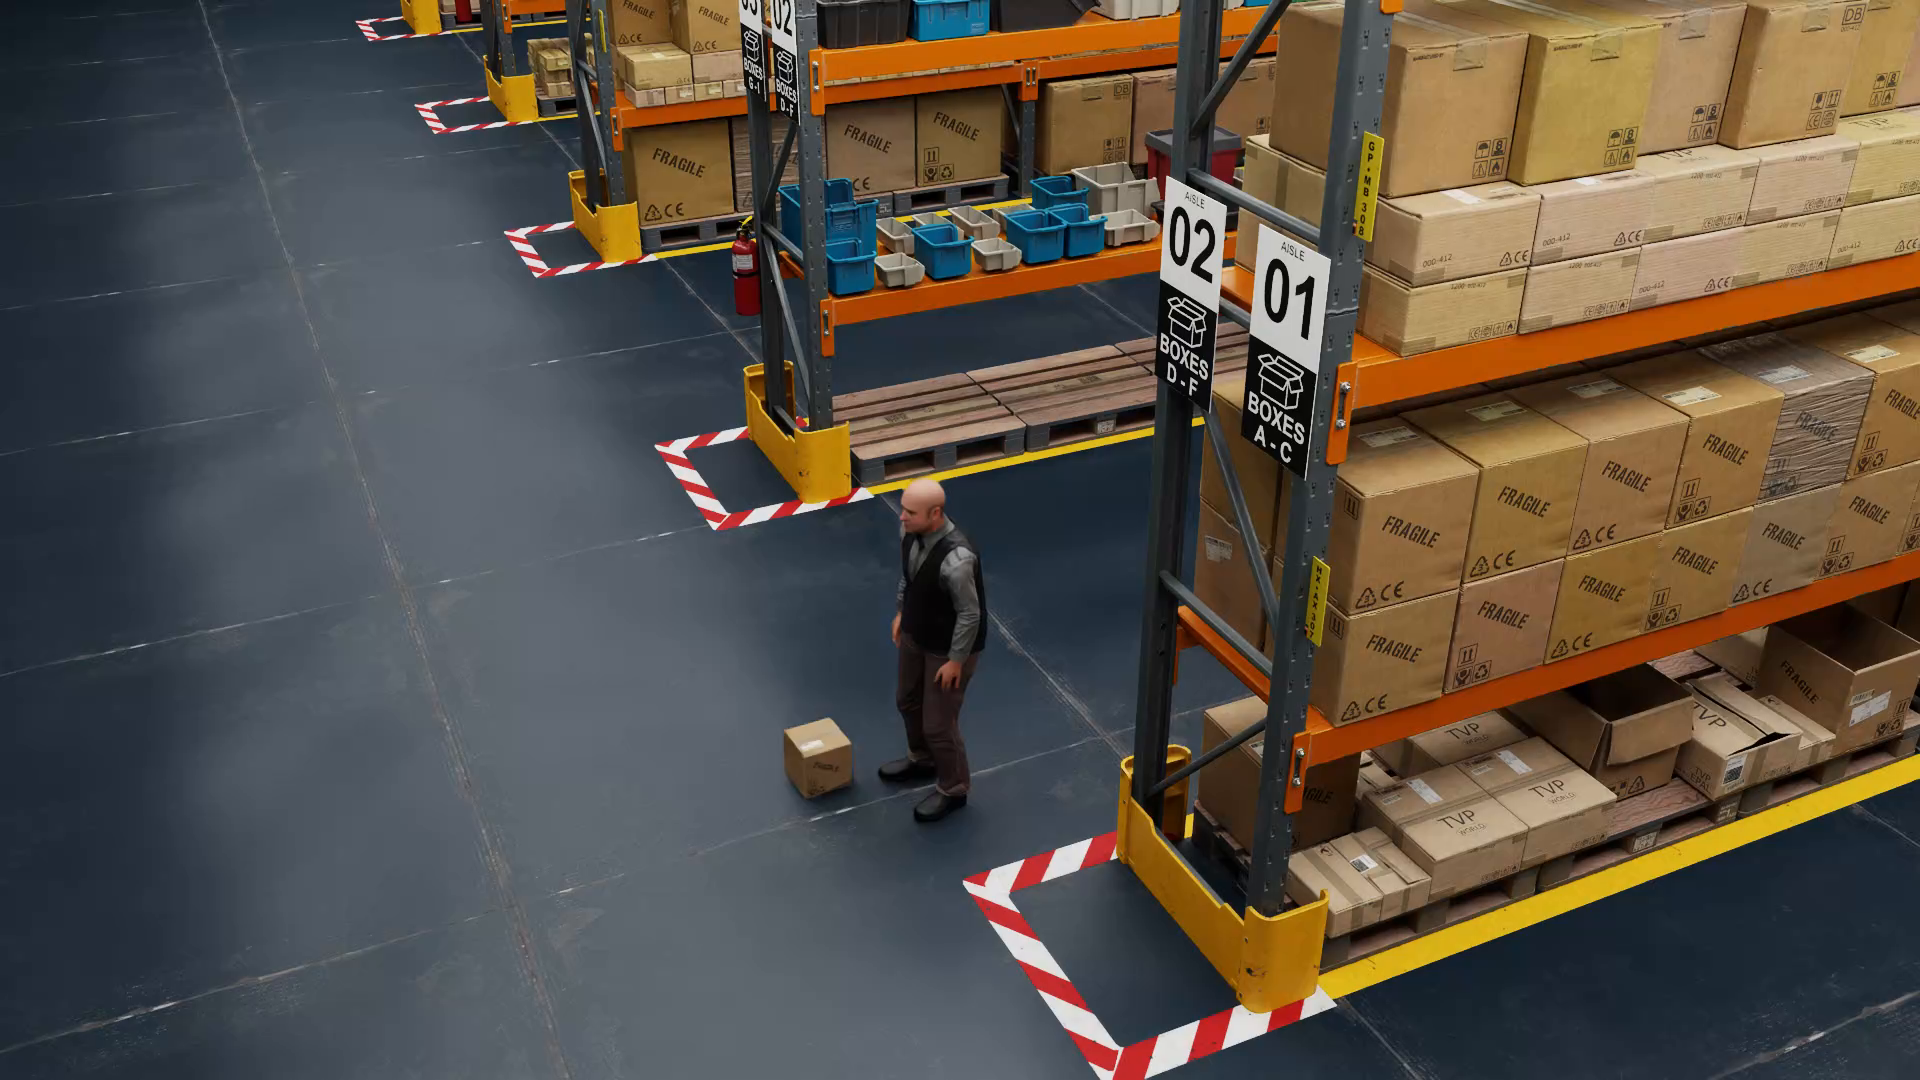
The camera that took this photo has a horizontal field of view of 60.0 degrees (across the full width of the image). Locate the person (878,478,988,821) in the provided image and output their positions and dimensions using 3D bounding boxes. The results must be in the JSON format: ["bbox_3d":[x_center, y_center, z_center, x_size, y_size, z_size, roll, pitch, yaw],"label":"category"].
[{"bbox_3d":[-0.094,0.442,7.632,0.405,1.662,0.571,-16,33,-26],"label":"person"}]
